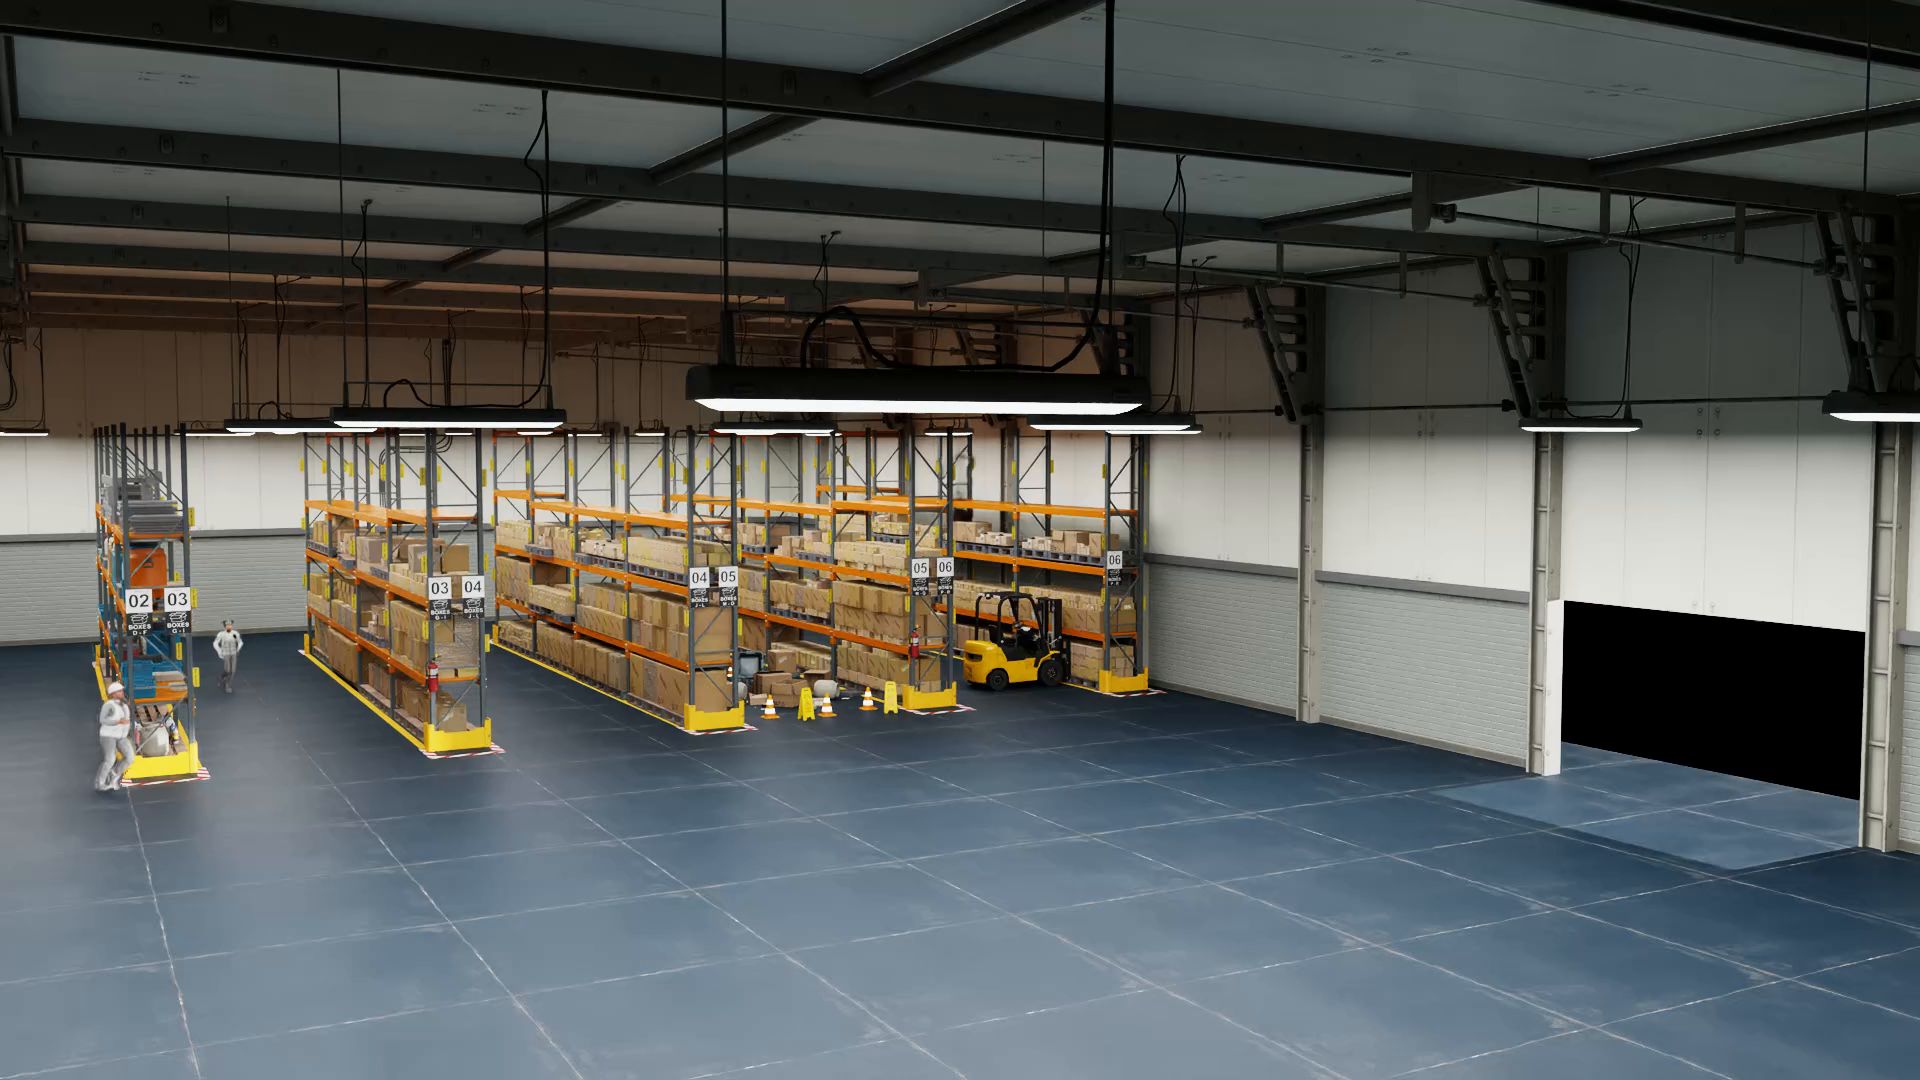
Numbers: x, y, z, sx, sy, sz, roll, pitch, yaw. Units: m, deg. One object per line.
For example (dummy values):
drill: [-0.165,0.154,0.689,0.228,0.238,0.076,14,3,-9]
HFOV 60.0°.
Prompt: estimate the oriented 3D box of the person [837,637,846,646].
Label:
person: [-2.985,2.275,43.407,0.580,1.666,0.910,-2,4,-34]

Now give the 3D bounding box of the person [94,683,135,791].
person: [-13.740,3.203,27.146,0.676,1.746,0.664,1,4,16]

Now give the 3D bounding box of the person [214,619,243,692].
person: [-16.542,2.617,37.672,0.604,1.668,0.545,-2,4,-35]

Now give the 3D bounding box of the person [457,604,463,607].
person: [-13.315,2.261,44.678,0.619,1.601,0.847,-1,4,-20]
